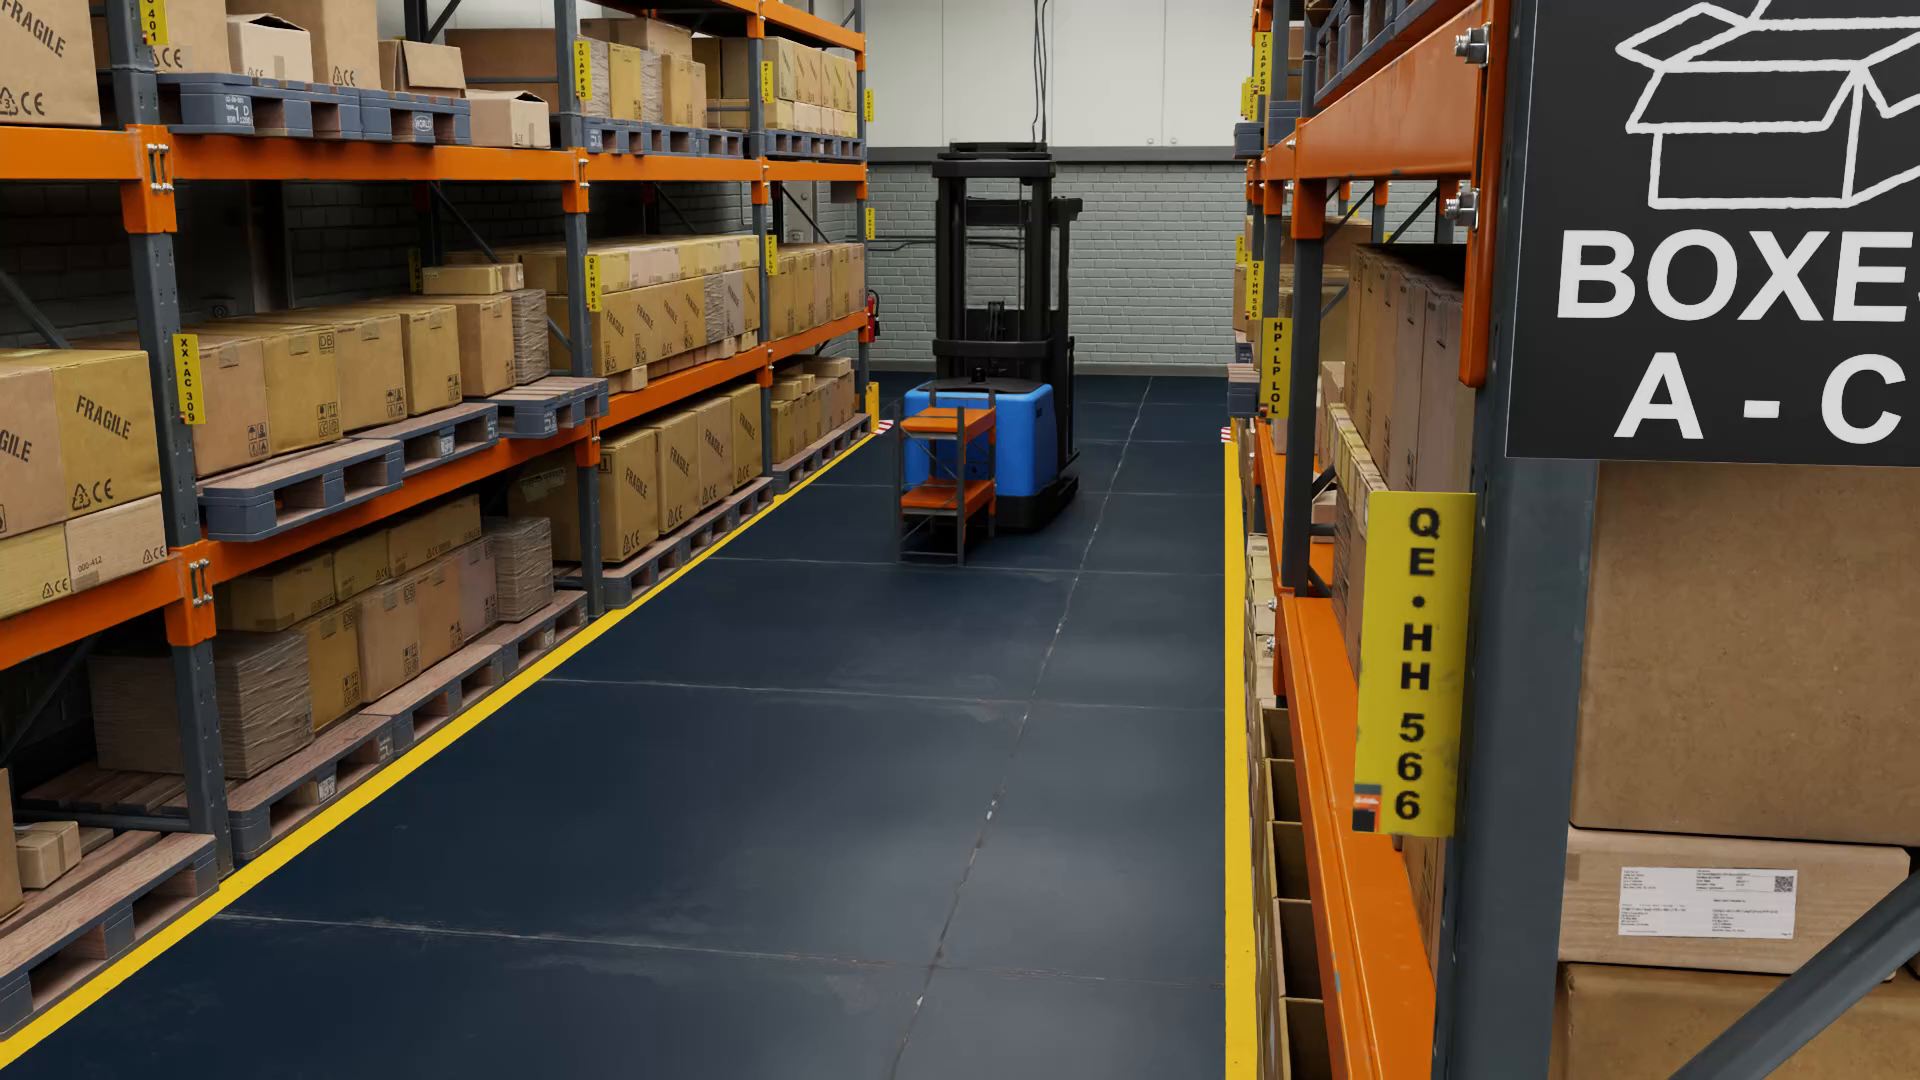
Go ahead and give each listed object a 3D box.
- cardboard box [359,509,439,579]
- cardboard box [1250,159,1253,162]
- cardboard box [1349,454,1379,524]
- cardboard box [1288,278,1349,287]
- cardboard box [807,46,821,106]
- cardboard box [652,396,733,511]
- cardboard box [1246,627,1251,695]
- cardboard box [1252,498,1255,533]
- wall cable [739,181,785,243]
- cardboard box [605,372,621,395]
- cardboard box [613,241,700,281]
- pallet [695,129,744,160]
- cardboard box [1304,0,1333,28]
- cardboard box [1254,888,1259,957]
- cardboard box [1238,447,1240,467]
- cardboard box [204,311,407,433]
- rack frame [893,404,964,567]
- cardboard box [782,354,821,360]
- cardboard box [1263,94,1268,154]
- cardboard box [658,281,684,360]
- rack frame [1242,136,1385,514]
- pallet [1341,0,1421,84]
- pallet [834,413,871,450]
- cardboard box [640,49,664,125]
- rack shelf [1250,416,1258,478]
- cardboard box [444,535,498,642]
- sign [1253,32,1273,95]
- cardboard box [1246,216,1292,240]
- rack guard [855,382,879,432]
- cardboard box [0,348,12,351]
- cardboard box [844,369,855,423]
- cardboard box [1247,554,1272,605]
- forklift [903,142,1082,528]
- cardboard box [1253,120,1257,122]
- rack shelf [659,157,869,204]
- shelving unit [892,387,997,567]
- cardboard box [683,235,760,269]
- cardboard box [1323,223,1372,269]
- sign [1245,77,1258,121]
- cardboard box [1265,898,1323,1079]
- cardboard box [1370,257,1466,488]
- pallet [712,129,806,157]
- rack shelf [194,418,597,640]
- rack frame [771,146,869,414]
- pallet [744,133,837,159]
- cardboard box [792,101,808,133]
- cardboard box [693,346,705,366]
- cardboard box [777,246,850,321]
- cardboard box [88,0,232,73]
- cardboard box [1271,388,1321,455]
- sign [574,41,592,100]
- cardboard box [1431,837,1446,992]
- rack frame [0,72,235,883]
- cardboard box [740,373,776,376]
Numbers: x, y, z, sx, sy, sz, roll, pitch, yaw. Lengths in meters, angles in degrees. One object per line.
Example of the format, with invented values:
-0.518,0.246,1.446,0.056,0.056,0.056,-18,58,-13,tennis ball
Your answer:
-2.996,0.010,8.438,0.500,0.250,0.500,2,12,8,cardboard box
2.765,-3.390,14.340,0.500,0.250,0.500,2,12,9,cardboard box
1.178,-0.117,4.141,0.380,0.149,0.250,1,12,7,cardboard box
2.497,-1.420,10.726,0.700,0.500,0.500,4,13,19,cardboard box
-1.568,-4.202,15.094,0.500,0.500,0.500,2,12,9,cardboard box
-2.204,-0.669,12.582,0.750,0.750,0.750,2,12,10,cardboard box
1.661,0.605,8.096,0.500,0.250,0.500,2,12,7,cardboard box
2.094,-0.042,10.457,0.500,0.500,0.500,2,12,11,cardboard box
-2.221,-3.465,19.042,0.084,1.984,1.851,2,12,9,wall cable
-2.387,-1.006,10.592,0.380,0.149,0.250,2,12,9,cardboard box
-2.162,-1.986,11.816,0.500,0.250,0.500,2,12,7,cardboard box
-2.191,-3.019,12.717,0.805,0.209,1.217,1,12,6,pallet
1.229,-1.706,4.605,0.500,0.500,0.500,3,13,13,cardboard box
1.196,1.212,5.281,0.500,0.250,0.500,2,12,9,cardboard box
2.603,-0.708,14.383,0.380,0.149,0.250,2,12,9,cardboard box
-3.053,-0.797,7.788,0.700,0.500,0.500,4,13,16,cardboard box
-0.217,-0.378,11.576,0.500,1.125,0.032,3,12,13,rack frame
-1.670,-1.856,17.380,0.380,0.149,0.250,2,12,9,cardboard box
2.374,-2.668,10.396,0.910,0.500,0.500,2,12,9,cardboard box
-2.219,-1.515,11.413,0.500,0.500,0.500,2,12,8,cardboard box
2.797,-1.679,13.165,1.000,3.000,0.127,2,12,9,rack frame
1.271,-1.005,3.128,1.003,0.211,1.213,2,12,9,pallet
-1.529,-1.139,17.279,1.003,0.211,1.213,2,12,9,pallet
-2.504,-3.169,11.678,0.700,0.500,0.500,2,12,9,cardboard box
2.489,-0.911,11.309,1.077,0.370,4.000,2,12,9,rack shelf
-2.967,0.256,9.076,0.700,0.500,0.500,2,12,9,cardboard box
1.646,-2.584,9.014,0.100,0.325,0.005,2,12,9,sign
3.011,-2.857,16.018,0.500,0.500,0.500,2,12,9,cardboard box
-1.479,-1.455,18.056,1.175,0.500,0.348,2,12,9,rack guard
-3.607,-0.386,5.691,0.500,0.500,0.500,2,12,7,cardboard box
-1.492,-1.506,17.298,0.700,0.500,0.500,2,12,9,cardboard box
1.739,0.227,8.517,0.500,0.311,0.500,2,12,7,cardboard box
0.398,-1.787,13.830,1.130,2.935,3.031,3,12,13,forklift
2.604,-3.427,13.323,0.500,0.250,0.500,2,12,9,cardboard box
-1.791,-3.370,15.598,1.077,0.370,4.000,2,12,9,rack shelf
-0.100,-0.482,12.059,0.538,1.125,1.048,3,12,13,shelving unit
-1.917,-2.304,13.293,0.500,0.250,0.500,2,12,10,cardboard box
3.148,-2.306,13.462,0.500,0.500,0.500,2,12,10,cardboard box
2.260,-3.414,12.869,0.100,0.325,0.005,2,12,9,sign
0.957,1.157,3.754,0.500,0.500,0.500,2,12,9,cardboard box
1.351,-0.395,3.889,0.700,0.500,0.500,2,12,9,cardboard box
-1.962,-3.432,14.388,1.003,0.211,1.213,2,12,9,pallet
-3.021,-0.238,8.186,1.077,0.370,4.000,2,12,9,rack shelf
-1.483,-2.672,17.770,1.000,3.000,0.127,2,12,9,rack frame
-1.772,-3.685,15.563,1.003,0.211,1.213,2,12,9,pallet
-1.639,-3.727,14.669,0.500,0.250,0.500,2,12,7,cardboard box
-2.109,-1.383,12.341,0.380,0.149,0.250,2,12,7,cardboard box
-1.653,-2.560,16.540,0.980,0.700,0.700,2,12,8,cardboard box
-3.166,-2.005,6.324,0.500,0.500,0.500,4,13,17,cardboard box
1.853,-0.623,8.476,0.500,0.311,0.500,2,12,8,cardboard box
-2.178,-2.707,9.588,0.100,0.325,0.005,2,12,9,sign
1.112,0.564,2.520,0.700,0.500,0.500,2,12,10,cardboard box
-3.329,-0.174,6.179,1.000,3.000,0.127,2,12,9,rack frame
-1.942,-1.485,15.661,0.380,0.149,0.250,2,12,9,cardboard box
